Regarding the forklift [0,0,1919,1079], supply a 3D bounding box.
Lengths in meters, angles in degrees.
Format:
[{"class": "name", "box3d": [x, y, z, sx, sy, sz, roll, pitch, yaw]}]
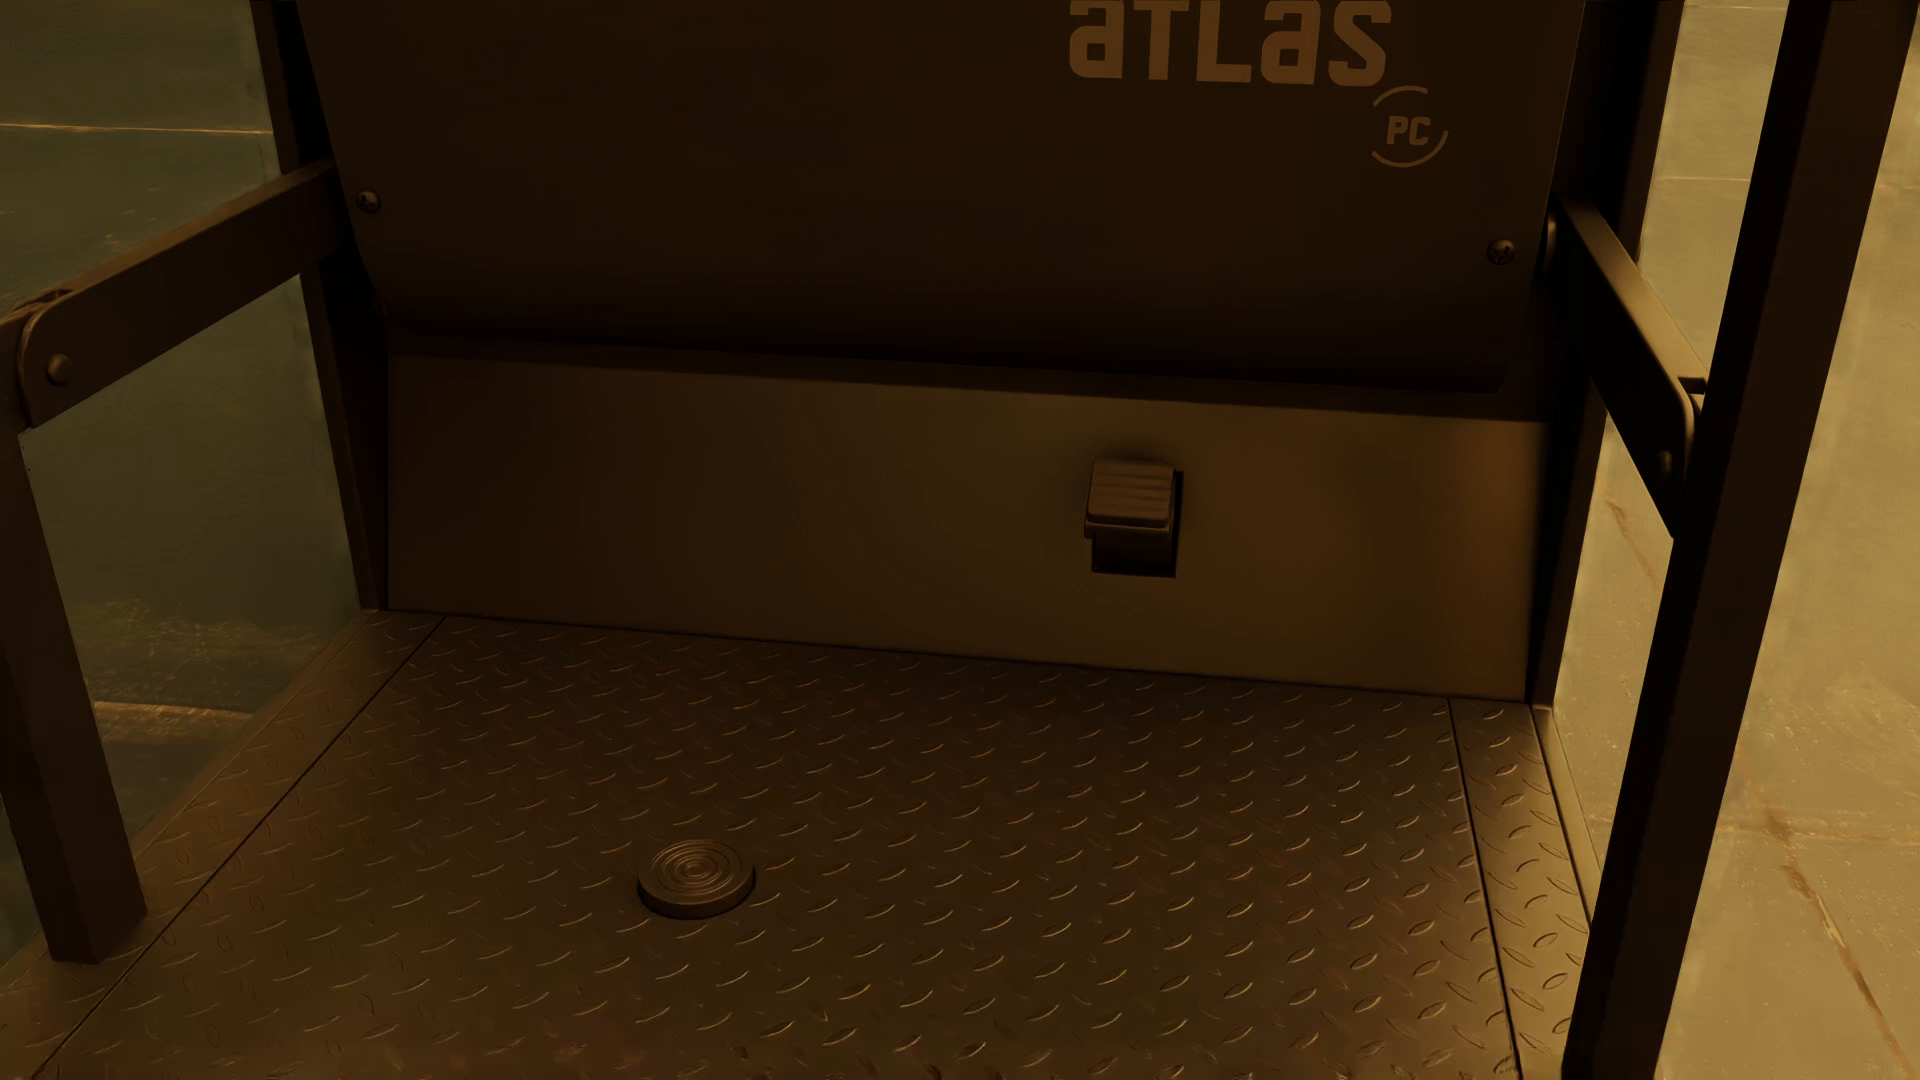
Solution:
[{"class": "forklift", "box3d": [-0.062, -0.797, 0.815, 1.130, 2.935, 3.031, 4, 27, 8]}]
